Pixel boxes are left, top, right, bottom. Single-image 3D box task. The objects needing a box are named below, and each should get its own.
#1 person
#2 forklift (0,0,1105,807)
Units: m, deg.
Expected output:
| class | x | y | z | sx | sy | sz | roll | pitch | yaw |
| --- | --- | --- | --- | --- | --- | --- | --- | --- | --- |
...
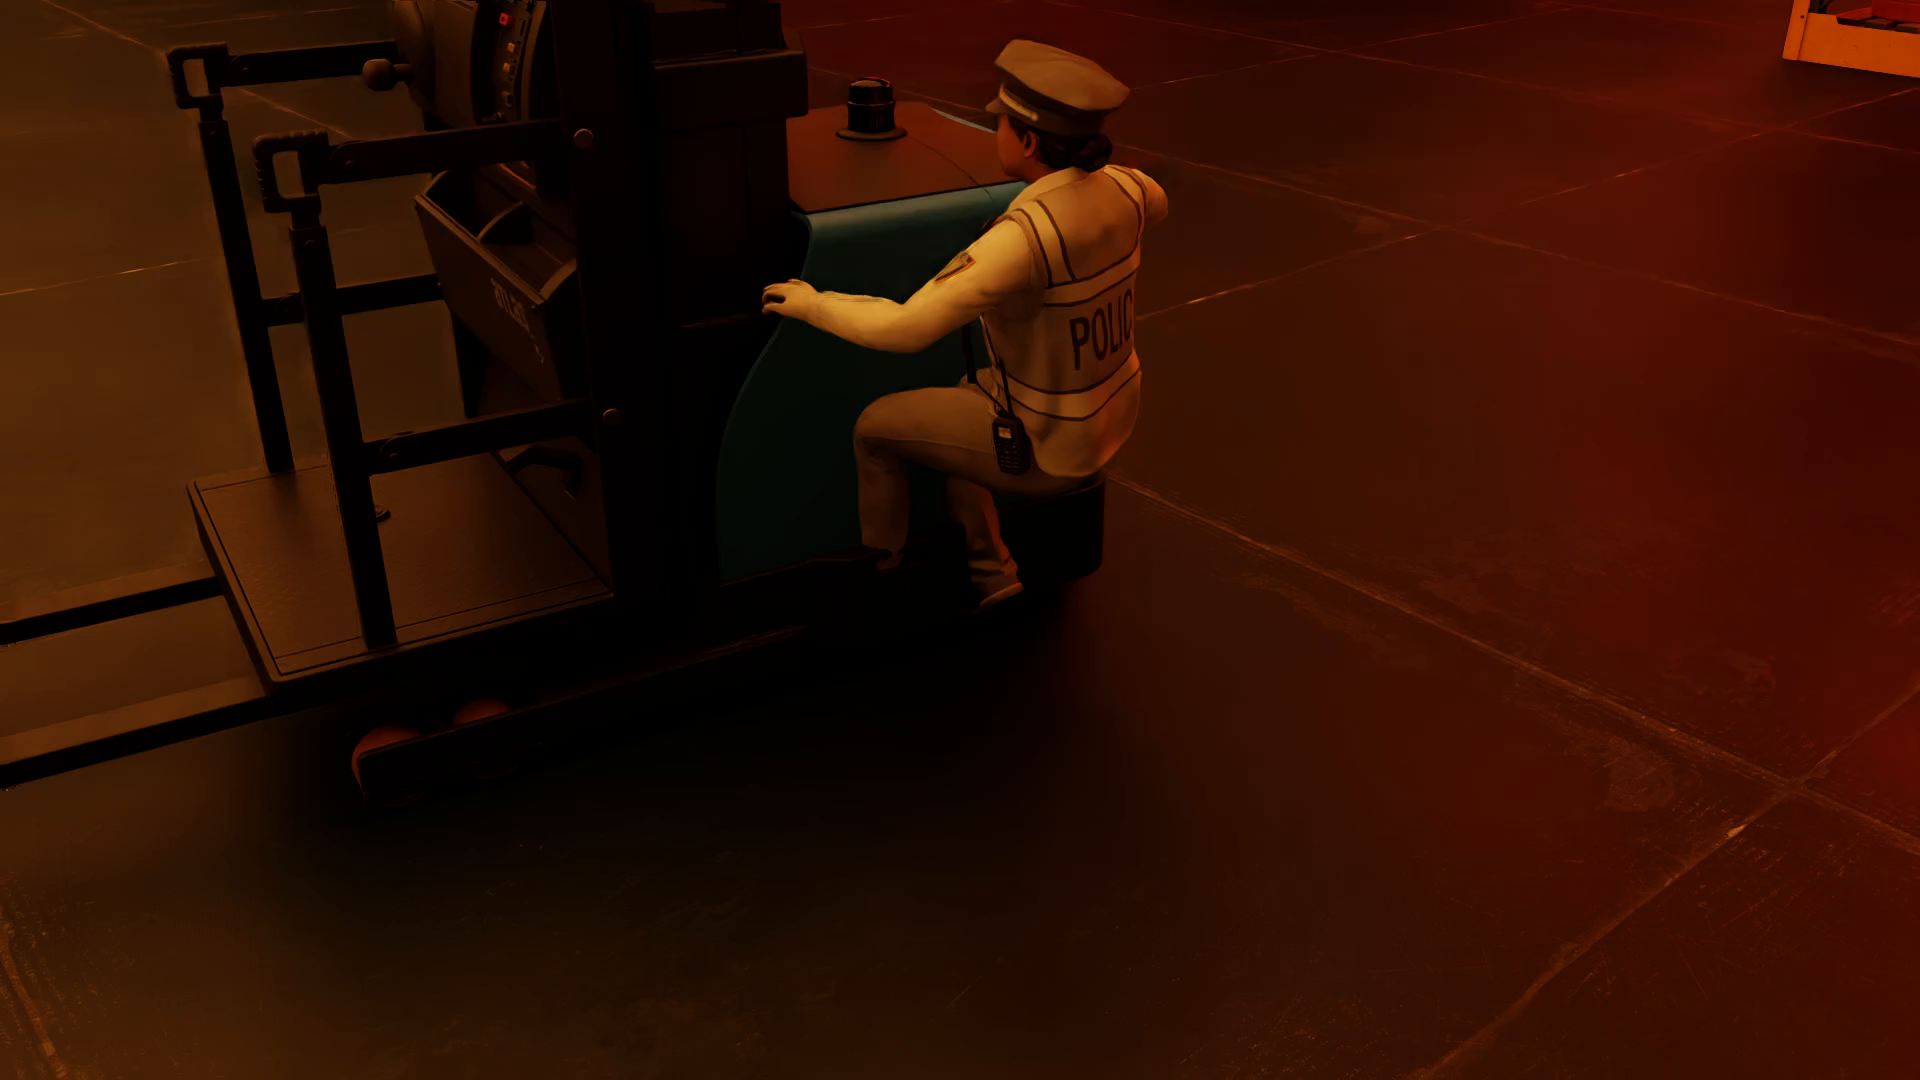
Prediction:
| class | x | y | z | sx | sy | sz | roll | pitch | yaw |
| --- | --- | --- | --- | --- | --- | --- | --- | --- | --- |
| person | -0.004 | -0.367 | 3.600 | 0.795 | 1.439 | 0.902 | 13 | 29 | 25 |
| forklift | -1.169 | -1.036 | 3.290 | 3.031 | 2.935 | 1.130 | -15 | 30 | -27 |
